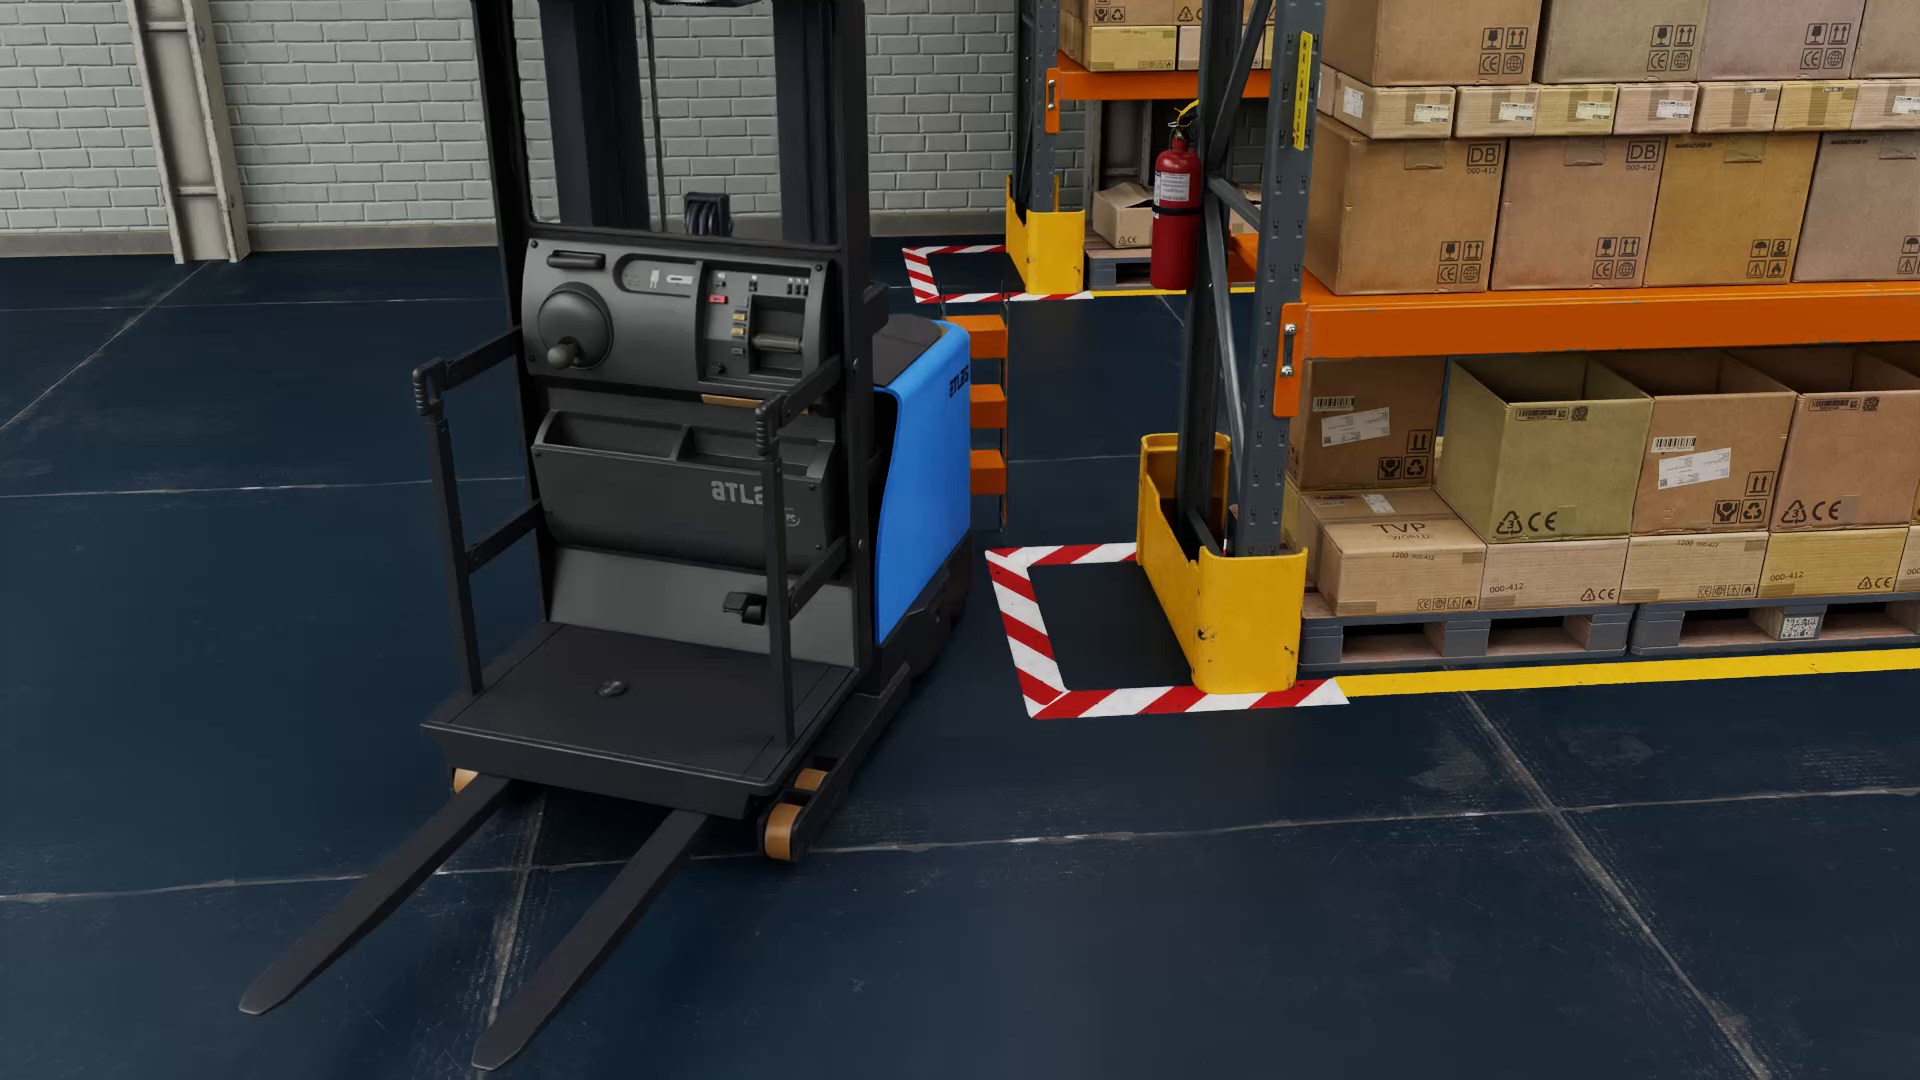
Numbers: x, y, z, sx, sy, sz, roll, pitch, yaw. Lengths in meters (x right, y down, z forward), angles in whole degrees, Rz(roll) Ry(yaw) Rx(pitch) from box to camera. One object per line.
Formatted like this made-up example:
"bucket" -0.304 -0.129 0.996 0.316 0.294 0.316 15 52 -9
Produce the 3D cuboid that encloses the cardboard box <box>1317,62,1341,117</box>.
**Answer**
"cardboard box" 1.304 -1.527 5.572 0.250 0.149 0.380 -3 24 -6

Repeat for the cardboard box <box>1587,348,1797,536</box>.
"cardboard box" 2.492 -0.349 5.786 0.500 0.500 0.500 -2 24 -5

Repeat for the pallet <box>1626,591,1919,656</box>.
"pallet" 2.911 0.086 6.296 1.213 0.211 1.003 -2 24 -5

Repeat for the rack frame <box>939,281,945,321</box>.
"rack frame" -0.068 -0.477 6.531 0.008 1.050 0.200 -2 24 -5

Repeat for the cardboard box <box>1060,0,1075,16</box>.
"cardboard box" 0.900 -3.483 10.130 0.500 0.500 0.500 -3 24 -6

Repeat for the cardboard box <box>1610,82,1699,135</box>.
"cardboard box" 2.117 -1.394 5.271 0.250 0.149 0.380 -3 24 -6

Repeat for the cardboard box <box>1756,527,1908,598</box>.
"cardboard box" 2.991 -0.019 5.968 0.500 0.250 0.500 -2 24 -5

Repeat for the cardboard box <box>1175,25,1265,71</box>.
"cardboard box" 1.484 -2.953 9.862 0.500 0.250 0.500 -3 24 -7

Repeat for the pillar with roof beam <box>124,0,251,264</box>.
"pillar with roof beam" -4.484 -4.235 5.198 0.400 9.000 9.100 -2 24 -5

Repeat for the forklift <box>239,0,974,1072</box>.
"forklift" -0.876 -0.611 4.515 1.130 2.935 3.031 7 25 16

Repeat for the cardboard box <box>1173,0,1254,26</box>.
"cardboard box" 1.450 -3.292 9.699 0.500 0.500 0.500 -2 24 -5

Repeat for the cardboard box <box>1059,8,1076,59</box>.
"cardboard box" 0.898 -3.133 10.265 0.500 0.250 0.500 -2 24 -4

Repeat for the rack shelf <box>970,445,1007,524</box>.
"rack shelf" 0.053 -0.218 6.659 0.240 0.259 0.215 -2 24 -5

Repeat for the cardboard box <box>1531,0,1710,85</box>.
"cardboard box" 1.984 -1.770 5.319 0.500 0.500 0.700 -3 24 -7

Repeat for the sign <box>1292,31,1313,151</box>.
"sign" 0.991 -1.300 4.819 0.005 0.325 0.100 -2 24 -5

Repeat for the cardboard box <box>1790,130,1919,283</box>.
"cardboard box" 2.949 -1.215 5.668 0.500 0.500 0.700 -2 24 -4

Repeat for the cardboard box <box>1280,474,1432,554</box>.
"cardboard box" 1.447 -0.169 6.306 0.500 0.250 0.500 -2 24 -5

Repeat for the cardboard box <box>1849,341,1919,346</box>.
"cardboard box" 3.436 -0.599 6.349 0.500 0.500 0.500 -2 24 -5

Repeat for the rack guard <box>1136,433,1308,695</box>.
"rack guard" 0.919 0.050 6.022 0.348 0.500 1.175 -2 24 -5

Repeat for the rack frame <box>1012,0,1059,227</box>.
"rack frame" 0.452 -3.095 10.020 0.127 3.000 1.000 -2 24 -5

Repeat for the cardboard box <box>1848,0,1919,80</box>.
"cardboard box" 2.984 -1.811 5.411 0.500 0.500 0.700 -2 24 -5

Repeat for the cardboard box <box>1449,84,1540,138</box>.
"cardboard box" 1.617 -1.375 5.230 0.250 0.149 0.380 -3 24 -7

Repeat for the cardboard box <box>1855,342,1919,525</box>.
"cardboard box" 3.487 -0.387 5.873 0.500 0.500 0.500 -2 24 -5

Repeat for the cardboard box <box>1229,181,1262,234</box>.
"cardboard box" 1.717 -2.082 10.509 0.500 0.311 0.500 0 24 -1

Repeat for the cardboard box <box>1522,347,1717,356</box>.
"cardboard box" 2.441 -0.559 6.259 0.500 0.500 0.500 -2 24 -5

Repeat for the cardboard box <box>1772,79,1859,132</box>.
"cardboard box" 2.636 -1.416 5.321 0.250 0.149 0.380 -3 24 -6

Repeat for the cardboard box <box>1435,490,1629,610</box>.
"cardboard box" 1.996 0.019 5.883 0.500 0.250 0.500 -2 24 -5

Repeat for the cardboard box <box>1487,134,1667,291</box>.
"cardboard box" 1.931 -1.175 5.578 0.500 0.500 0.700 -2 24 -4

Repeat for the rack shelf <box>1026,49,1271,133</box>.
"rack shelf" 2.442 -2.846 10.346 4.000 0.370 1.077 -2 24 -5

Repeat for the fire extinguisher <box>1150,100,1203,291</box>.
"fire extinguisher" 0.779 -1.241 5.944 0.183 0.674 0.296 -2 24 -5

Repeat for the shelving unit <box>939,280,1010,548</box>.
"shelving unit" 0.053 -0.482 6.542 0.252 1.050 0.215 -2 24 -5
